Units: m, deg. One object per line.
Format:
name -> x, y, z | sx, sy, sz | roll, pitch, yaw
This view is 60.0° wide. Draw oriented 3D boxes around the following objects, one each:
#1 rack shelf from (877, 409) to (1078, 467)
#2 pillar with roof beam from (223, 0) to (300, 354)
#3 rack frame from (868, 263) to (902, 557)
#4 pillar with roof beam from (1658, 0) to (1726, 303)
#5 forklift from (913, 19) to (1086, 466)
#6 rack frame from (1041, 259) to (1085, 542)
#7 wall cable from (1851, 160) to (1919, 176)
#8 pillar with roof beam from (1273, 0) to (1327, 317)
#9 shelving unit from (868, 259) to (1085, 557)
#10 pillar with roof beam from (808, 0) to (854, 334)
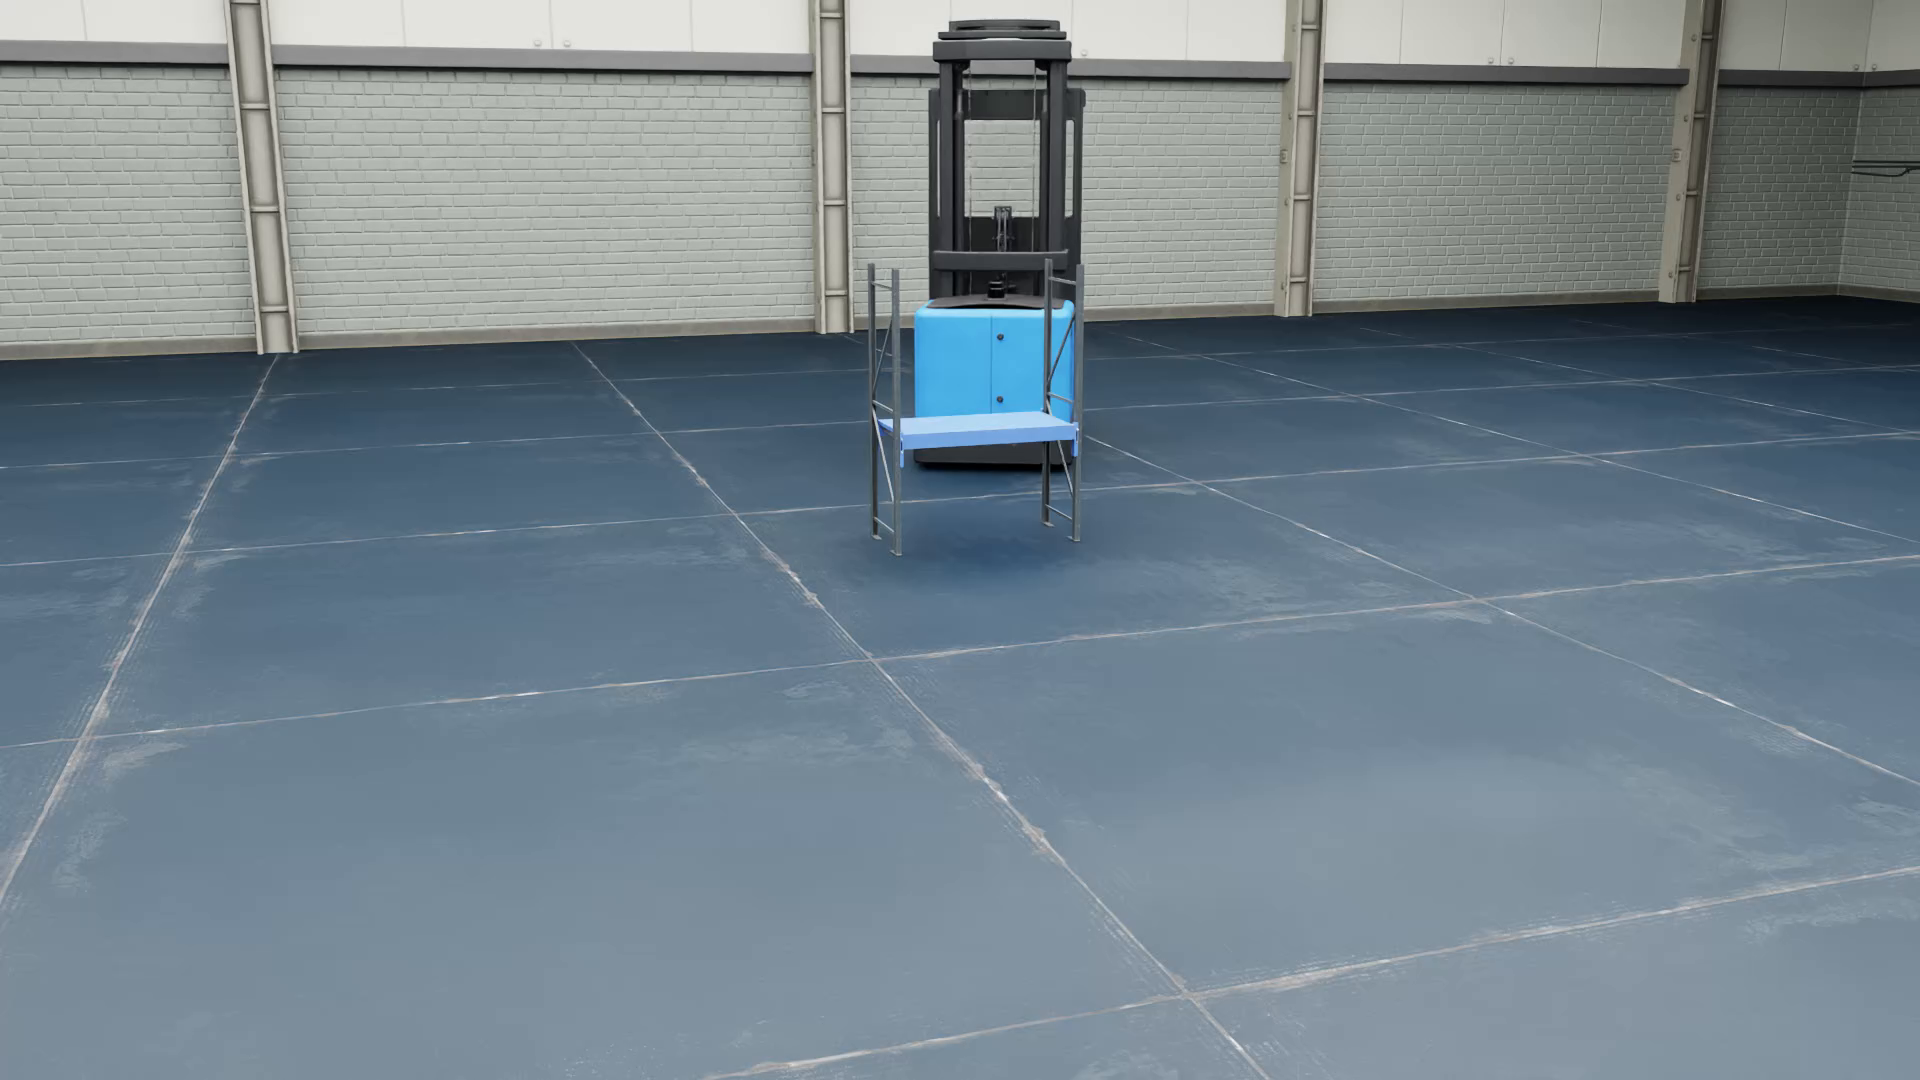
rack shelf -> 0.081, -0.561, 9.037 | 1.000, 0.185, 0.538 | -4, 14, -18
pillar with roof beam -> -5.770, -5.407, 12.430 | 0.400, 9.000, 9.100 | -4, 14, -18
rack frame -> -0.401, -0.698, 8.838 | 0.032, 1.500, 0.500 | -4, 14, -18
pillar with roof beam -> 11.290, -6.736, 18.015 | 0.400, 9.000, 9.100 | -4, 14, -18
forklift -> 0.344, -2.208, 12.092 | 1.130, 2.935, 3.031 | 1, 13, 5
rack frame -> 0.563, -0.773, 9.153 | 0.032, 1.500, 0.500 | -4, 14, -18
wall cable -> 13.131, -6.097, 22.039 | 0.112, 2.526, 3.097 | -4, 14, -18
pillar with roof beam -> 5.604, -6.293, 16.153 | 0.400, 9.000, 9.100 | -4, 14, -18
shelving unit -> 0.081, -0.736, 8.996 | 1.048, 1.500, 0.538 | -4, 14, -18
pillar with roof beam -> -0.083, -5.850, 14.292 | 0.400, 9.000, 9.100 | -4, 14, -18
